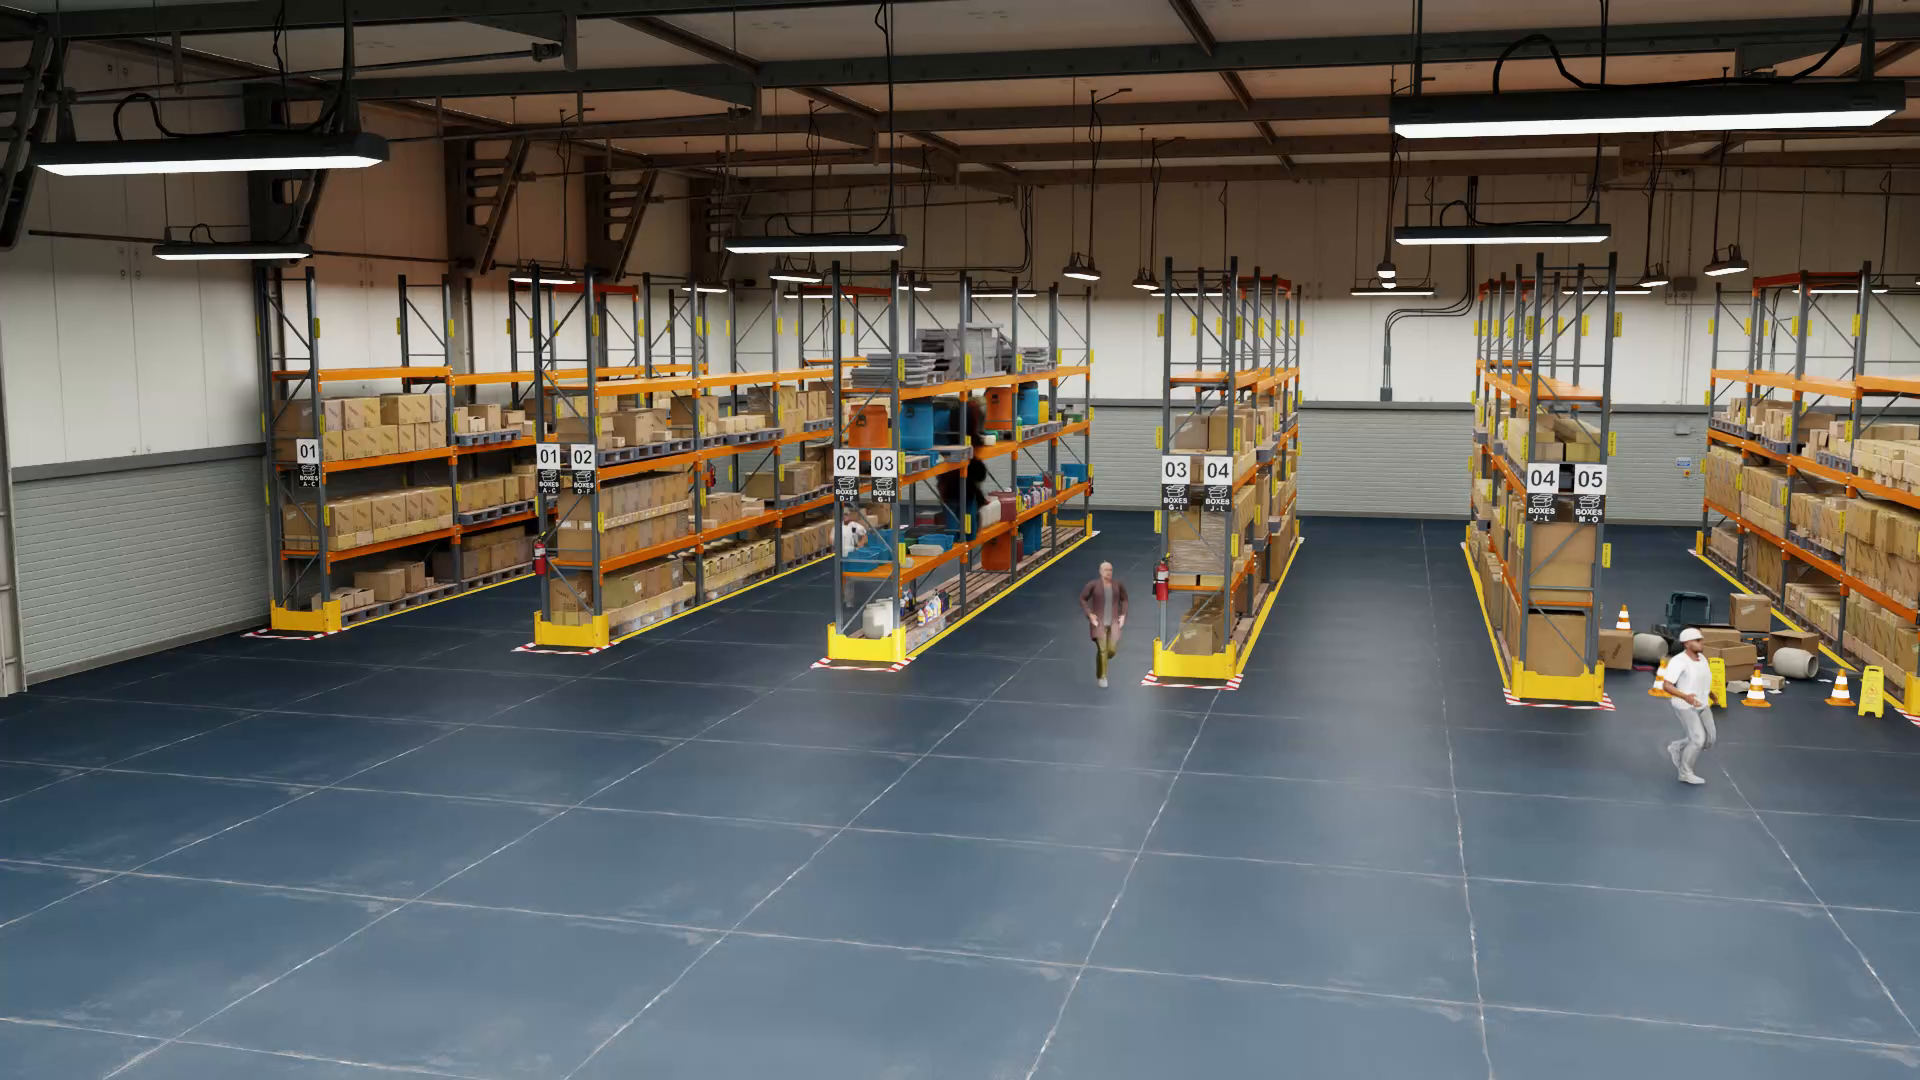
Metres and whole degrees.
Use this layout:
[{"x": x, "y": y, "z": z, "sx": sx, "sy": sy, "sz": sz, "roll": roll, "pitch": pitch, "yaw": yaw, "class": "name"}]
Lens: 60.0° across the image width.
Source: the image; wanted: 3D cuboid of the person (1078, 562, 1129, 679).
[{"x": 2.040, "y": 1.128, "z": 23.584, "sx": 0.740, "sy": 1.653, "sz": 0.646, "roll": -2, "pitch": 7, "yaw": -12, "class": "person"}]

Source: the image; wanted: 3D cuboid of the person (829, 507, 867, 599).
[{"x": -2.053, "y": 0.222, "z": 30.073, "sx": 0.640, "sy": 1.652, "sz": 0.732, "roll": 2, "pitch": 7, "yaw": 13, "class": "person"}]

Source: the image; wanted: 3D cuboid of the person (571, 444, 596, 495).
[{"x": 3.136, "y": 0.868, "z": 20.184, "sx": 11.734, "sy": 3.203, "sz": 18.879, "roll": -3, "pitch": 8, "yaw": -24, "class": "person"}]

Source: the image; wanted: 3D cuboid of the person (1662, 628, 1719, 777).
[{"x": 8.083, "y": 1.799, "z": 18.369, "sx": 0.697, "sy": 1.660, "sz": 0.561, "roll": -4, "pitch": 8, "yaw": -30, "class": "person"}]
